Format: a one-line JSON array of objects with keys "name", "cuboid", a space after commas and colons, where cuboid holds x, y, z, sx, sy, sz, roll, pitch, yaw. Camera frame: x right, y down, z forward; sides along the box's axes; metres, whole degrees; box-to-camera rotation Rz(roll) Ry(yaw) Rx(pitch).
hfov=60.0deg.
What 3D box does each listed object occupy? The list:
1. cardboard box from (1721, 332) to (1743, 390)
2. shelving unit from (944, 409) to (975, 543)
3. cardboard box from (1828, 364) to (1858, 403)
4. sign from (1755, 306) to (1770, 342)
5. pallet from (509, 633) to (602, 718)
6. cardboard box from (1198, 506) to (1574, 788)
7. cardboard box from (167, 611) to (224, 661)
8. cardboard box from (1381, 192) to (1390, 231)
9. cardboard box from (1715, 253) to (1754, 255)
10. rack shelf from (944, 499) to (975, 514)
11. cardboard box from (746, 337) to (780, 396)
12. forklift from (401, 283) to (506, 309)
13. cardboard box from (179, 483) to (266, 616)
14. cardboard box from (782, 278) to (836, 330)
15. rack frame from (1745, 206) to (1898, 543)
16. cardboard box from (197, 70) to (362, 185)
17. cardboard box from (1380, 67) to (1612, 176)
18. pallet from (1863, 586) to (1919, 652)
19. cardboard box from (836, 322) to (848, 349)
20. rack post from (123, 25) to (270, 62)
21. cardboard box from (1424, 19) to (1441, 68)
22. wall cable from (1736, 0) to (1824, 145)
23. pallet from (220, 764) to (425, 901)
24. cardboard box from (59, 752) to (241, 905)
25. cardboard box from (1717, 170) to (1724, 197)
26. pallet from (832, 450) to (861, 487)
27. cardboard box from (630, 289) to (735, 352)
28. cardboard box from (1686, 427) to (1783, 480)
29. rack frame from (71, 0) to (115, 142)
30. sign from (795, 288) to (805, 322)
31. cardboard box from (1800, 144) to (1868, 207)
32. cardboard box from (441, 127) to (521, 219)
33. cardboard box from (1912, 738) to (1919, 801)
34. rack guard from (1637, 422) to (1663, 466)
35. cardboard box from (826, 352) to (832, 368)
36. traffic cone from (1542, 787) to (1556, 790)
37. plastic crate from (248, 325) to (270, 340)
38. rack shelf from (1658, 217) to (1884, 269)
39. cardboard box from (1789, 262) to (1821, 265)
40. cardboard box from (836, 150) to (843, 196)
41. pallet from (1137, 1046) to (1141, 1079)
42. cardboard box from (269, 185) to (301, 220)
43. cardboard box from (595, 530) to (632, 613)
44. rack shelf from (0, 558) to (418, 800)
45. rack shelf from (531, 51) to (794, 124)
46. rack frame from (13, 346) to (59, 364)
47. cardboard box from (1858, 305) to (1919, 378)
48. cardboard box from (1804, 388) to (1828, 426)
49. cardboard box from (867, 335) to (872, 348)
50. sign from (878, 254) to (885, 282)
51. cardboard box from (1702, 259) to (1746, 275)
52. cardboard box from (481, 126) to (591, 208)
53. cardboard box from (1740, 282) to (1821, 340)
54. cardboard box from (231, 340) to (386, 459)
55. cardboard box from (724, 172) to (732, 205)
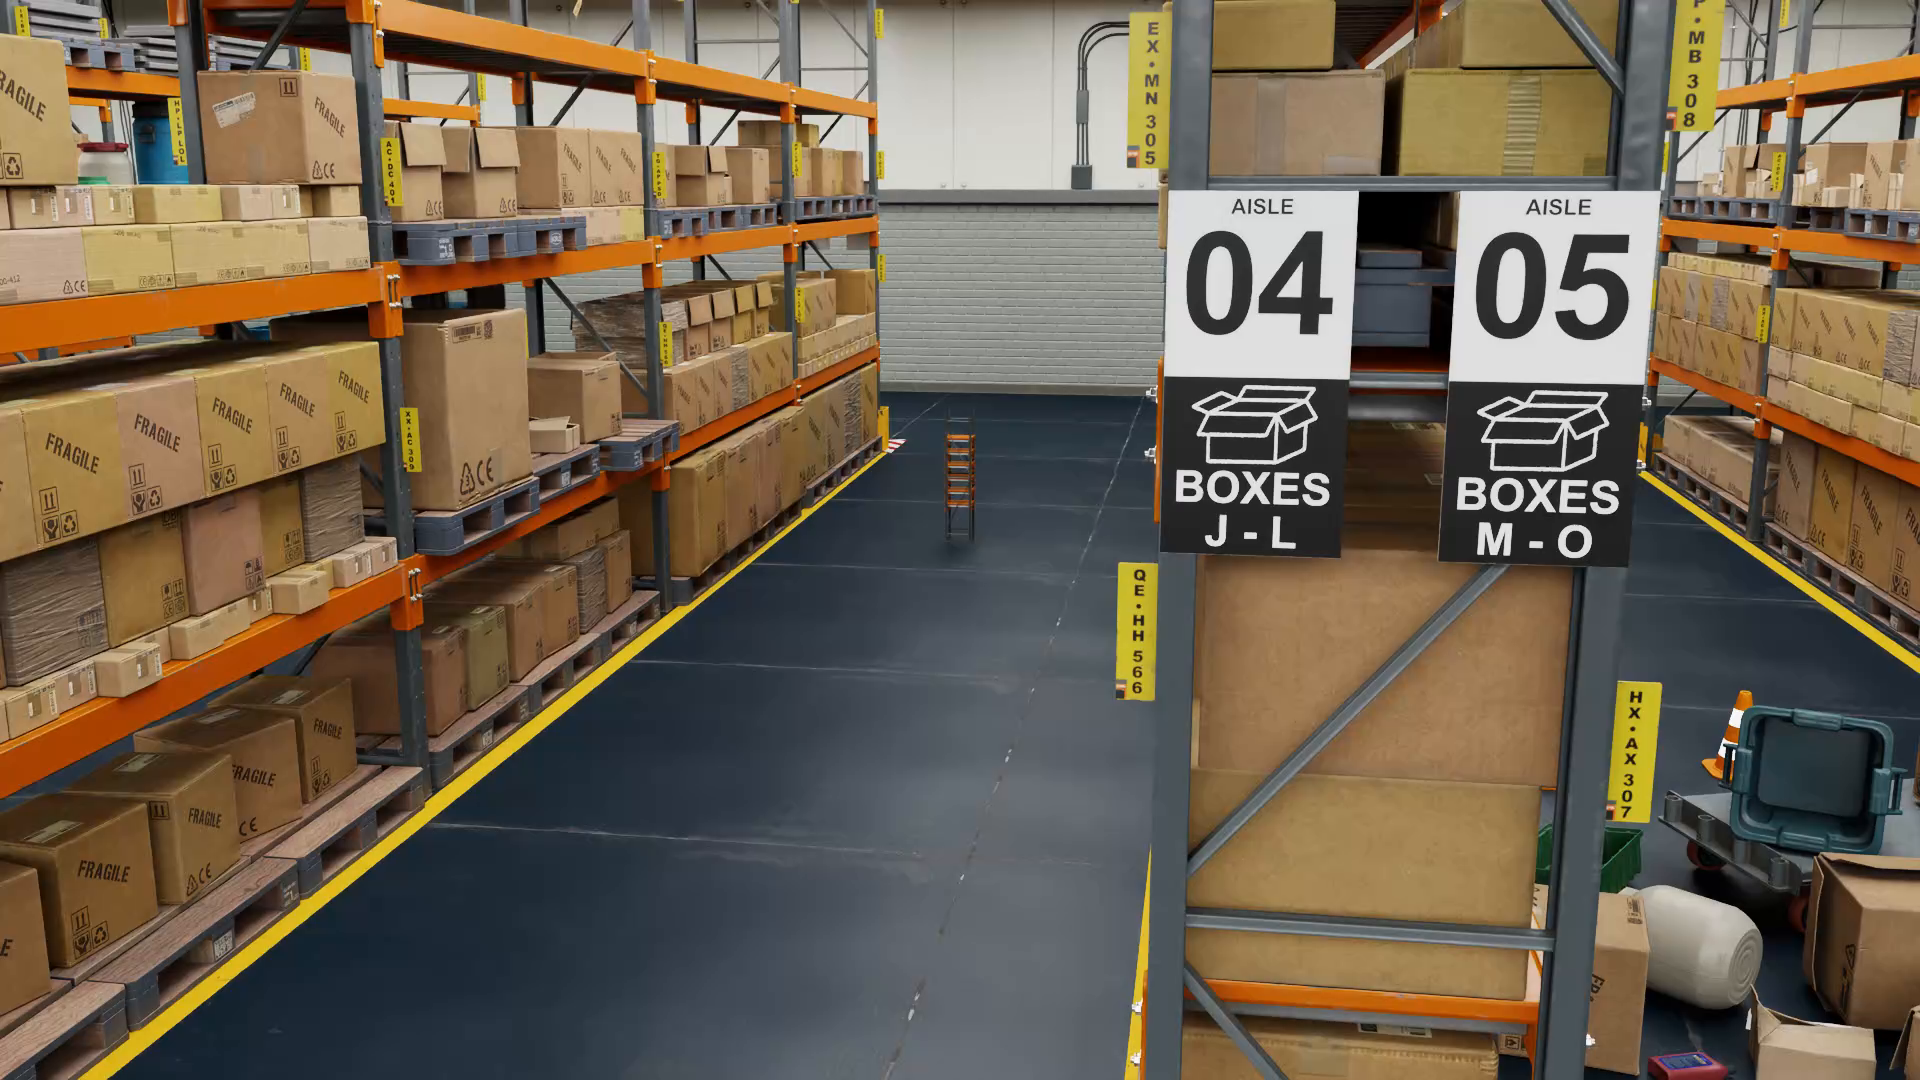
[{"name": "cardboard box", "cuboid": [7.591, -1.705, 15.803, 0.500, 0.500, 0.500, 2, 12, 7]}, {"name": "shelving unit", "cuboid": [-0.002, -0.584, 15.110, 0.258, 1.200, 0.189, 2, 12, 9]}, {"name": "cardboard box", "cuboid": [7.120, -1.213, 12.930, 0.500, 0.250, 0.500, 2, 12, 7]}, {"name": "sign", "cuboid": [7.150, -1.923, 14.812, 0.100, 0.325, 0.005, 2, 12, 9]}, {"name": "pallet", "cuboid": [-3.021, 0.847, 10.820, 1.003, 0.211, 1.213, 2, 12, 9]}, {"name": "cardboard box", "cuboid": [1.041, 0.238, 4.108, 0.875, 0.550, 0.550, 2, 12, 9]}, {"name": "cardboard box", "cuboid": [-3.312, 0.389, 6.920, 0.380, 0.149, 0.250, 2, 12, 9]}, {"name": "cardboard box", "cuboid": [1.548, -1.060, 5.289, 0.380, 0.149, 0.250, 2, 12, 9]}, {"name": "cardboard box", "cuboid": [8.456, -3.050, 18.132, 0.380, 0.149, 0.250, 2, 12, 9]}, {"name": "rack shelf", "cuboid": [-0.002, -0.305, 15.170, 0.258, 0.103, 0.180, 2, 12, 9]}, {"name": "cardboard box", "cuboid": [-1.979, -1.605, 15.339, 0.500, 0.500, 0.500, 2, 12, 10]}, {"name": "forklift", "cuboid": [-4.942, -1.505, 15.279, 1.130, 2.935, 3.031, 6, 14, 26]}, {"name": "cardboard box", "cuboid": [-3.544, 0.008, 7.149, 0.875, 0.500, 0.500, 2, 12, 9]}, {"name": "cardboard box", "cuboid": [-1.609, -2.506, 17.627, 0.500, 0.500, 0.500, 1, 12, 7]}, {"name": "rack frame", "cuboid": [7.698, -1.444, 14.829, 1.000, 3.000, 0.127, 2, 12, 9]}, {"name": "cardboard box", "cuboid": [-3.142, -1.903, 7.708, 0.500, 0.500, 0.500, 2, 12, 7]}, {"name": "cardboard box", "cuboid": [1.274, -0.970, 3.926, 0.500, 0.250, 0.500, 2, 12, 9]}, {"name": "pallet", "cuboid": [7.279, 0.590, 12.010, 1.003, 0.211, 1.213, 2, 12, 9]}, {"name": "cardboard box", "cuboid": [-1.524, -2.240, 18.174, 0.500, 0.250, 0.500, 2, 12, 9]}, {"name": "rack post", "cuboid": [-7.148, -4.647, 15.631, 0.937, 0.300, 0.954, 2, 12, 8]}, {"name": "cardboard box", "cuboid": [1.390, -1.237, 4.220, 0.380, 0.149, 0.250, 2, 12, 8]}, {"name": "wall cable", "cuboid": [12.399, -6.298, 23.023, 2.988, 3.039, 0.133, 2, 12, 9]}, {"name": "pallet", "cuboid": [-3.393, 1.405, 8.232, 1.003, 0.211, 1.213, 2, 12, 9]}, {"name": "cardboard box", "cuboid": [-3.524, 1.250, 7.265, 0.500, 0.500, 0.500, 1, 12, 4]}, {"name": "cardboard box", "cuboid": [8.034, -3.643, 16.893, 0.500, 0.311, 0.500, 2, 12, 10]}, {"name": "pallet", "cuboid": [-1.714, -0.812, 18.518, 1.003, 0.211, 1.213, 2, 12, 9]}, {"name": "cardboard box", "cuboid": [-2.381, -1.899, 14.321, 0.797, 0.503, 0.637, 2, 12, 10]}, {"name": "cardboard box", "cuboid": [8.178, -0.898, 17.381, 0.875, 0.438, 0.875, 2, 12, 10]}, {"name": "rack frame", "cuboid": [-11.267, -5.852, 21.044, 1.000, 3.000, 0.127, 2, 12, 9]}, {"name": "sign", "cuboid": [-1.556, -2.277, 16.133, 0.100, 0.325, 0.005, 2, 12, 9]}, {"name": "cardboard box", "cuboid": [7.276, -2.990, 13.651, 0.500, 0.500, 0.500, 2, 12, 8]}, {"name": "cardboard box", "cuboid": [-3.010, -2.112, 9.570, 0.797, 0.503, 0.637, 2, 12, 11]}, {"name": "cardboard box", "cuboid": [4.704, 1.022, 7.524, 0.500, 0.500, 0.500, 2, 12, 9]}, {"name": "rack guard", "cuboid": [8.317, -1.060, 18.980, 1.175, 0.500, 0.348, 2, 12, 9]}, {"name": "cardboard box", "cuboid": [-1.562, -1.910, 17.591, 0.380, 0.149, 0.250, 2, 12, 8]}, {"name": "traffic cone", "cuboid": [3.259, 1.092, 9.084, 0.336, 0.463, 0.334, 2, 12, 9]}, {"name": "plastic crate", "cuboid": [-7.253, -2.055, 17.562, 0.392, 0.384, 0.575, 2, 12, 9]}, {"name": "rack shelf", "cuboid": [8.006, -2.975, 16.521, 1.077, 0.370, 4.000, 2, 12, 9]}, {"name": "cardboard box", "cuboid": [8.150, -2.623, 16.152, 0.380, 0.149, 0.250, 2, 12, 8]}, {"name": "cardboard box", "cuboid": [-1.711, -4.144, 18.766, 0.700, 0.500, 0.500, 1, 12, 7]}, {"name": "pallet", "cuboid": [1.182, 1.856, 6.138, 1.003, 0.211, 1.213, 2, 12, 9]}, {"name": "cardboard box", "cuboid": [-3.173, -1.503, 7.393, 0.380, 0.149, 0.250, 1, 12, 6]}, {"name": "cardboard box", "cuboid": [-2.792, 0.215, 12.022, 0.700, 0.500, 0.500, 1, 12, 6]}, {"name": "rack shelf", "cuboid": [-3.632, 0.668, 6.736, 1.077, 0.370, 4.000, 2, 12, 9]}, {"name": "rack shelf", "cuboid": [-2.401, -3.734, 13.873, 1.077, 0.370, 4.000, 2, 12, 9]}, {"name": "rack frame", "cuboid": [-7.603, -1.093, 13.200, 1.000, 3.000, 0.127, 2, 12, 9]}, {"name": "cardboard box", "cuboid": [7.058, -1.475, 12.364, 0.500, 0.500, 0.500, 2, 12, 9]}, {"name": "cardboard box", "cuboid": [7.197, -1.073, 13.467, 0.500, 0.250, 0.500, 2, 12, 8]}, {"name": "cardboard box", "cuboid": [-1.246, -2.336, 19.565, 0.380, 0.149, 0.250, 2, 12, 9]}, {"name": "sign", "cuboid": [-0.945, -3.259, 19.941, 0.100, 0.325, 0.005, 2, 12, 9]}, {"name": "cardboard box", "cuboid": [7.705, -2.745, 16.716, 0.380, 0.149, 0.250, 2, 12, 7]}, {"name": "cardboard box", "cuboid": [-2.695, -2.375, 10.605, 0.500, 0.500, 0.500, 2, 12, 10]}, {"name": "cardboard box", "cuboid": [7.498, -2.089, 15.211, 0.500, 0.500, 0.500, 2, 12, 8]}, {"name": "cardboard box", "cuboid": [-3.122, -0.680, 7.969, 0.500, 0.500, 0.500, 2, 12, 9]}, {"name": "cardboard box", "cuboid": [-2.352, -3.167, 14.922, 0.500, 0.311, 0.500, 1, 12, 7]}]
